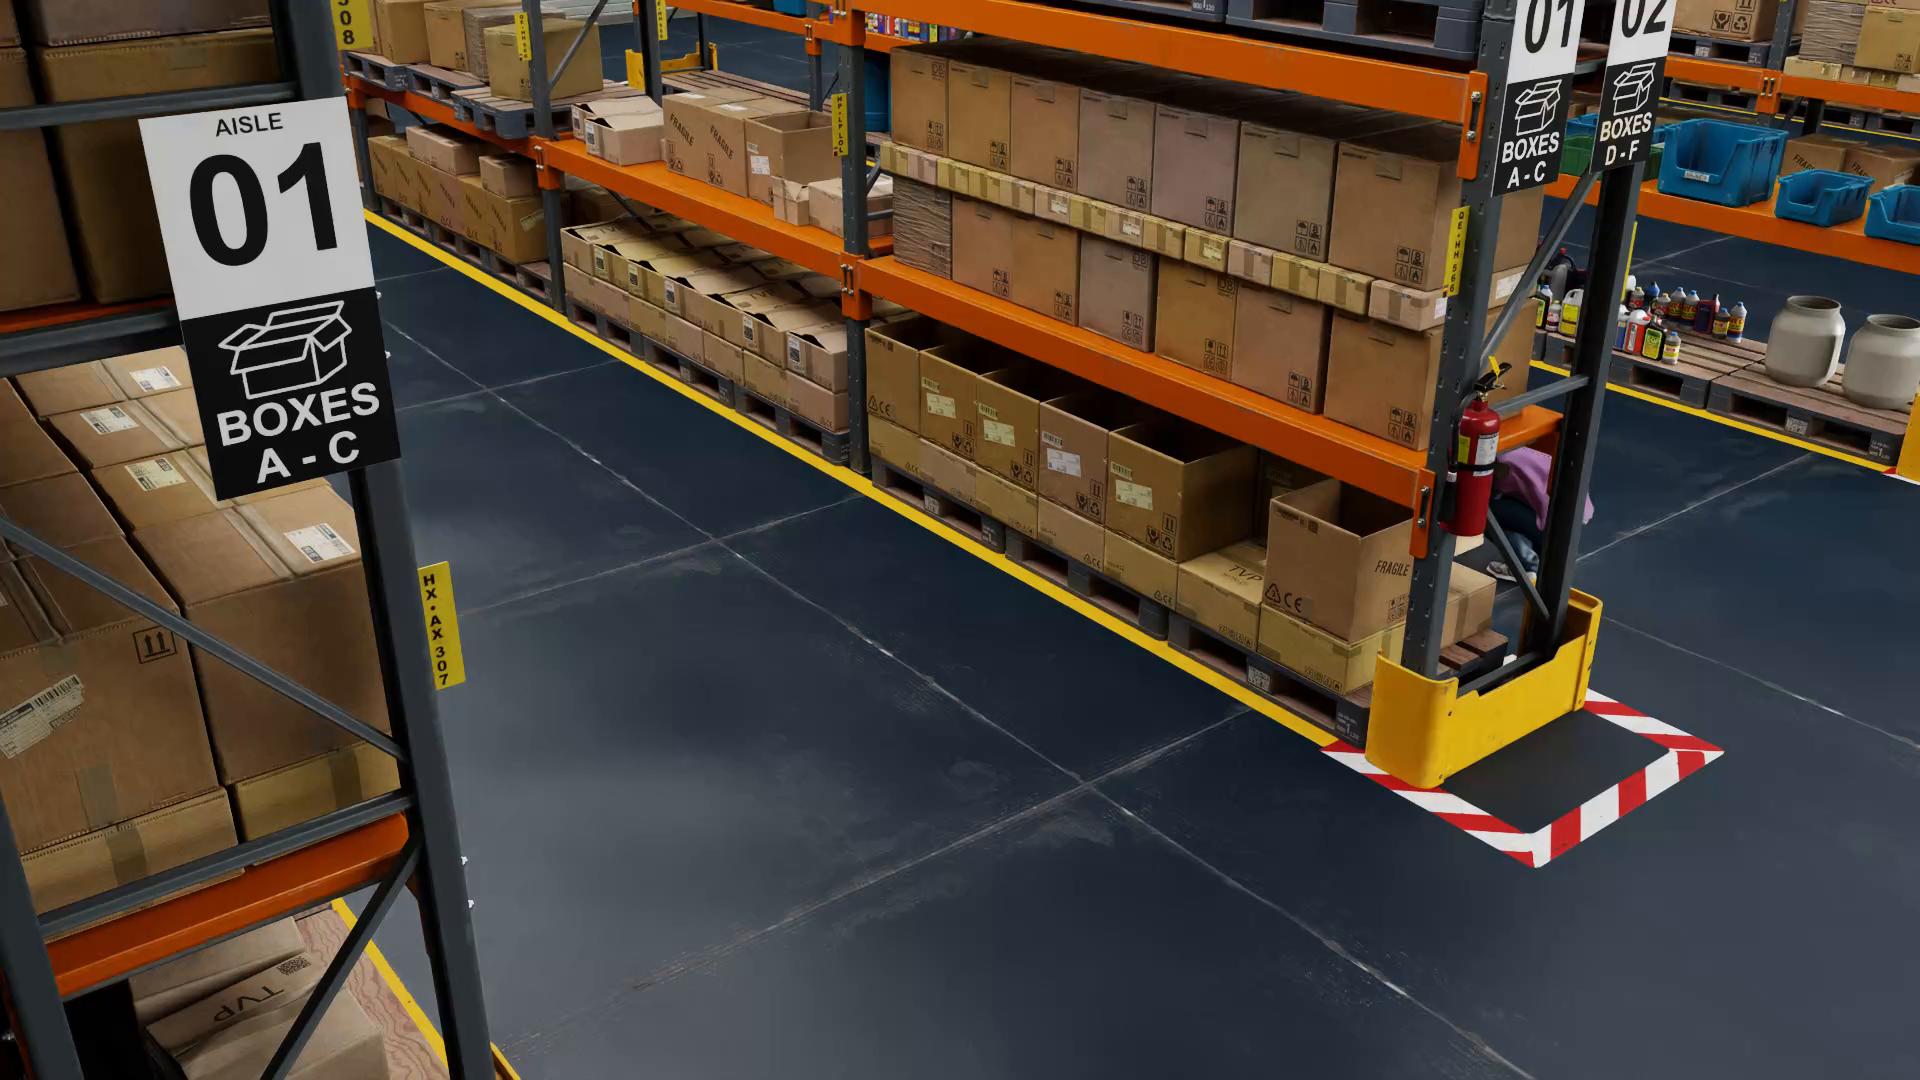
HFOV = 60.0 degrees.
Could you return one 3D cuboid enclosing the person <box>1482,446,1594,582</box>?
[{"bbox_3d":[2.839,-0.213,8.531,0.437,0.774,0.805,-19,31,-34],"label":"person"}]
